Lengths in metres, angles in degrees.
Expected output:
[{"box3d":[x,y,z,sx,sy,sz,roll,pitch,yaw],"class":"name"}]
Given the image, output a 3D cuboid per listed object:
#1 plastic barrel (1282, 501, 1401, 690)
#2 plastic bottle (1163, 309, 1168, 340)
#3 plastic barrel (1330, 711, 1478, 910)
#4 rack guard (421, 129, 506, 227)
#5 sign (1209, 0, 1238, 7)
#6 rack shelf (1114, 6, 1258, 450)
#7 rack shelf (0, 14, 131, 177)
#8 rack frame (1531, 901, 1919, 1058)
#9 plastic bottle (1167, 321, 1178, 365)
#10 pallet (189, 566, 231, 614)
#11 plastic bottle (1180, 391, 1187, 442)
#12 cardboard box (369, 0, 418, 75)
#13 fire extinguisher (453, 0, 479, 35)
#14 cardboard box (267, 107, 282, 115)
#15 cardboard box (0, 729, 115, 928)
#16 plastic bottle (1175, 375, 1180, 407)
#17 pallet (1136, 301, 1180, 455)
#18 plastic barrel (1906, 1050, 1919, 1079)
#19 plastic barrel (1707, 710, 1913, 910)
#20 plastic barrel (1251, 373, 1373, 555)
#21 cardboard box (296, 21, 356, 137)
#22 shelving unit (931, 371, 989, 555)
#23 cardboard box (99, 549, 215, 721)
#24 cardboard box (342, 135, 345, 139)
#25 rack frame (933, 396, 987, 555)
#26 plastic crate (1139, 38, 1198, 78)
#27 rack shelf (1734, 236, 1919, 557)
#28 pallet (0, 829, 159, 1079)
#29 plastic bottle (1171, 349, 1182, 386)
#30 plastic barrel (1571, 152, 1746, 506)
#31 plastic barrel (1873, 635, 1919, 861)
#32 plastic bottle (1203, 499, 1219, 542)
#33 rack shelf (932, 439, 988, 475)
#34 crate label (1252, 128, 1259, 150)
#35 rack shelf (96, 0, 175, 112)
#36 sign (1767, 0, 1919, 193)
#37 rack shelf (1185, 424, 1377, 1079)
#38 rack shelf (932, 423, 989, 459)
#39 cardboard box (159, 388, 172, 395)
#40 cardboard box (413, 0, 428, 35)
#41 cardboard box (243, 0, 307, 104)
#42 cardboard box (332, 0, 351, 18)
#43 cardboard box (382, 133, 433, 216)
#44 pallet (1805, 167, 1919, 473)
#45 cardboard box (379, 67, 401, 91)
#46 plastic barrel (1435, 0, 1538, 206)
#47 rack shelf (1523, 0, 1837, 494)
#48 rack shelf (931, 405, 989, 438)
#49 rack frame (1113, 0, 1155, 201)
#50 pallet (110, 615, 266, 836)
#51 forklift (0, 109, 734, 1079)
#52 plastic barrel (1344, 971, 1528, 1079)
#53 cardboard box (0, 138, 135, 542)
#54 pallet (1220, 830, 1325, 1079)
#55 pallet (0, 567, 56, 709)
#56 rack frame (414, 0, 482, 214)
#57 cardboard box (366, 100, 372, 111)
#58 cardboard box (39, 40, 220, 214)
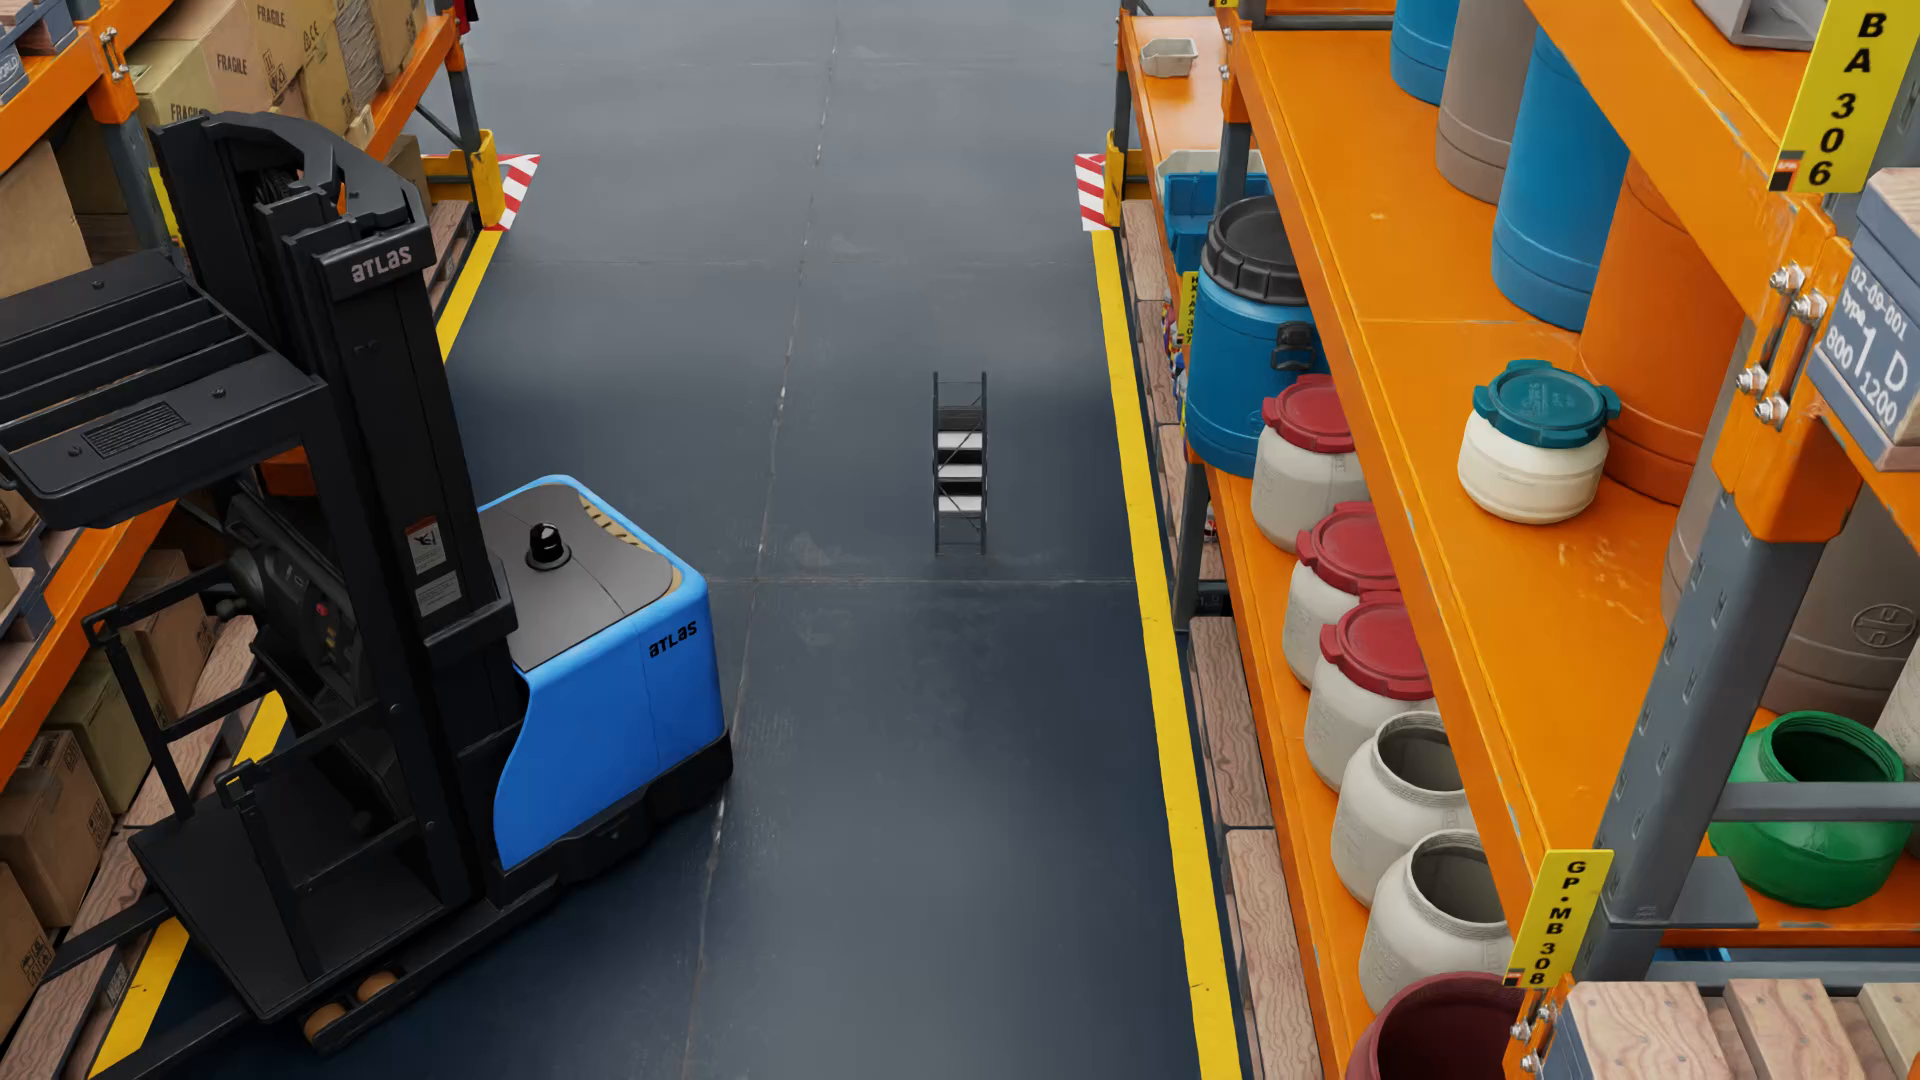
[{"box3d":[1.243,0.213,5.223,0.433,0.535,0.433,0,39,0],"class":"plastic barrel"},{"box3d":[1.146,-1.174,8.948,0.097,0.201,0.097,0,39,0],"class":"plastic bottle"},{"box3d":[1.250,0.760,4.560,0.421,0.512,0.421,0,39,0],"class":"plastic barrel"},{"box3d":[-3.497,-2.266,10.424,1.175,0.500,0.348,0,39,0],"class":"rack guard"},{"box3d":[0.910,-1.972,5.652,0.100,0.325,0.005,0,39,0],"class":"sign"},{"box3d":[1.458,-1.762,8.370,1.077,0.370,4.000,0,39,0],"class":"rack shelf"},{"box3d":[-3.490,-0.427,4.306,1.077,0.370,4.000,0,39,0],"class":"rack shelf"},{"box3d":[1.465,1.710,3.463,1.000,3.000,0.127,0,39,0],"class":"rack frame"},{"box3d":[1.147,-1.052,8.739,0.097,0.271,0.097,0,39,0],"class":"plastic bottle"},{"box3d":[-3.529,-0.120,7.976,1.003,0.211,1.213,0,39,0],"class":"pallet"},{"box3d":[1.171,-0.654,8.179,0.144,0.351,0.185,0,39,0],"class":"plastic bottle"},{"box3d":[-3.403,-2.788,8.758,0.875,0.500,0.500,0,39,0],"class":"cardboard box"},{"box3d":[-3.036,-3.331,9.815,0.296,0.674,0.183,0,39,0],"class":"fire extinguisher"},{"box3d":[-3.397,-1.537,7.197,0.875,0.500,0.500,0,39,0],"class":"cardboard box"},{"box3d":[-3.531,1.048,5.936,0.700,0.500,0.500,-3,39,-4],"class":"cardboard box"},{"box3d":[1.147,-0.771,8.445,0.097,0.201,0.097,0,39,0],"class":"plastic bottle"},{"box3d":[1.497,-0.888,8.935,1.003,0.211,1.213,0,39,0],"class":"pallet"},{"box3d":[1.463,0.563,1.817,0.600,0.830,0.708,0,39,0],"class":"plastic barrel"},{"box3d":[1.414,0.446,2.766,0.294,0.245,0.294,0,39,0],"class":"plastic barrel"},{"box3d":[1.242,-0.246,5.795,0.433,0.535,0.433,0,39,0],"class":"plastic barrel"},{"box3d":[-3.457,-2.163,7.978,0.875,0.500,0.500,0,39,0],"class":"cardboard box"},{"box3d":[0.000,-0.346,7.708,0.258,0.900,0.210,0,39,0],"class":"shelving unit"},{"box3d":[-3.513,0.400,6.745,0.700,0.500,0.500,-3,39,-4],"class":"cardboard box"},{"box3d":[-3.253,-1.919,8.192,0.380,0.149,0.250,0,39,0],"class":"cardboard box"},{"box3d":[0.000,-0.282,7.628,0.240,0.900,0.006,0,39,0],"class":"rack frame"},{"box3d":[1.135,-2.630,9.090,0.298,0.136,0.250,0,39,0],"class":"plastic crate"},{"box3d":[1.467,1.056,0.377,1.077,0.370,4.000,0,39,0],"class":"rack shelf"},{"box3d":[-3.486,1.552,5.890,1.003,0.211,1.213,0,39,0],"class":"pallet"},{"box3d":[1.147,-0.900,8.606,0.097,0.201,0.097,0,39,0],"class":"plastic bottle"},{"box3d":[1.680,-0.551,3.542,0.600,0.830,0.708,0,39,0],"class":"plastic barrel"},{"box3d":[1.771,0.301,2.733,0.421,0.512,0.421,0,39,0],"class":"plastic barrel"},{"box3d":[1.148,-0.098,7.605,0.097,0.201,0.097,0,39,0],"class":"plastic bottle"},{"box3d":[0.000,-0.390,7.672,0.258,0.077,0.200,0,39,0],"class":"rack shelf"},{"box3d":[1.728,-2.156,8.259,0.502,0.435,0.616,0,39,0],"class":"crate label"},{"box3d":[-3.495,-2.928,7.428,1.077,0.370,4.000,0,39,0],"class":"rack shelf"},{"box3d":[0.915,-0.500,1.682,0.100,0.325,0.005,0,39,0],"class":"sign"},{"box3d":[1.463,0.740,5.249,1.077,0.370,4.000,0,39,0],"class":"rack shelf"},{"box3d":[0.000,-0.461,7.616,0.258,0.077,0.200,0,39,0],"class":"rack shelf"},{"box3d":[-3.461,-0.585,7.990,0.500,0.500,0.500,12,40,14],"class":"cardboard box"},{"box3d":[-3.290,-3.013,9.558,0.380,0.149,0.250,0,39,0],"class":"cardboard box"},{"box3d":[-3.241,-2.240,7.275,0.500,0.500,0.500,0,39,0],"class":"cardboard box"},{"box3d":[-3.245,-2.866,8.055,0.500,0.500,0.500,0,39,0],"class":"cardboard box"},{"box3d":[-3.513,-2.087,9.865,0.500,0.500,0.500,7,39,8],"class":"cardboard box"},{"box3d":[1.435,0.050,1.208,1.213,0.211,1.003,0,39,0],"class":"pallet"},{"box3d":[-3.254,-2.544,8.973,0.380,0.149,0.250,0,39,0],"class":"cardboard box"},{"box3d":[1.679,-1.431,4.583,0.600,0.901,0.600,0,39,0],"class":"plastic barrel"},{"box3d":[1.463,-1.445,3.498,1.077,0.370,4.000,0,39,0],"class":"rack shelf"},{"box3d":[0.000,-0.531,7.560,0.258,0.077,0.200,0,39,0],"class":"rack shelf"},{"box3d":[1.456,-3.293,9.706,1.000,3.000,0.127,0,39,0],"class":"rack frame"},{"box3d":[-3.490,0.787,6.845,1.003,0.211,1.213,0,39,0],"class":"pallet"},{"box3d":[-2.325,0.264,5.323,3.031,2.935,1.130,-31,48,-33],"class":"forklift"},{"box3d":[1.162,1.367,3.783,0.600,0.536,0.708,0,39,0],"class":"plastic barrel"},{"box3d":[-3.632,-0.689,5.641,1.000,1.000,1.000,0,39,0],"class":"cardboard box"},{"box3d":[1.504,1.553,5.889,1.003,0.211,1.213,0,39,0],"class":"pallet"},{"box3d":[-3.531,0.550,5.063,1.003,0.211,1.213,0,39,0],"class":"pallet"},{"box3d":[-3.497,-3.289,9.702,1.000,3.000,0.127,0,39,0],"class":"rack frame"},{"box3d":[-3.273,-2.232,8.582,0.380,0.149,0.250,0,39,0],"class":"cardboard box"},{"box3d":[-3.239,-1.615,6.495,0.500,0.500,0.500,0,39,0],"class":"cardboard box"}]
